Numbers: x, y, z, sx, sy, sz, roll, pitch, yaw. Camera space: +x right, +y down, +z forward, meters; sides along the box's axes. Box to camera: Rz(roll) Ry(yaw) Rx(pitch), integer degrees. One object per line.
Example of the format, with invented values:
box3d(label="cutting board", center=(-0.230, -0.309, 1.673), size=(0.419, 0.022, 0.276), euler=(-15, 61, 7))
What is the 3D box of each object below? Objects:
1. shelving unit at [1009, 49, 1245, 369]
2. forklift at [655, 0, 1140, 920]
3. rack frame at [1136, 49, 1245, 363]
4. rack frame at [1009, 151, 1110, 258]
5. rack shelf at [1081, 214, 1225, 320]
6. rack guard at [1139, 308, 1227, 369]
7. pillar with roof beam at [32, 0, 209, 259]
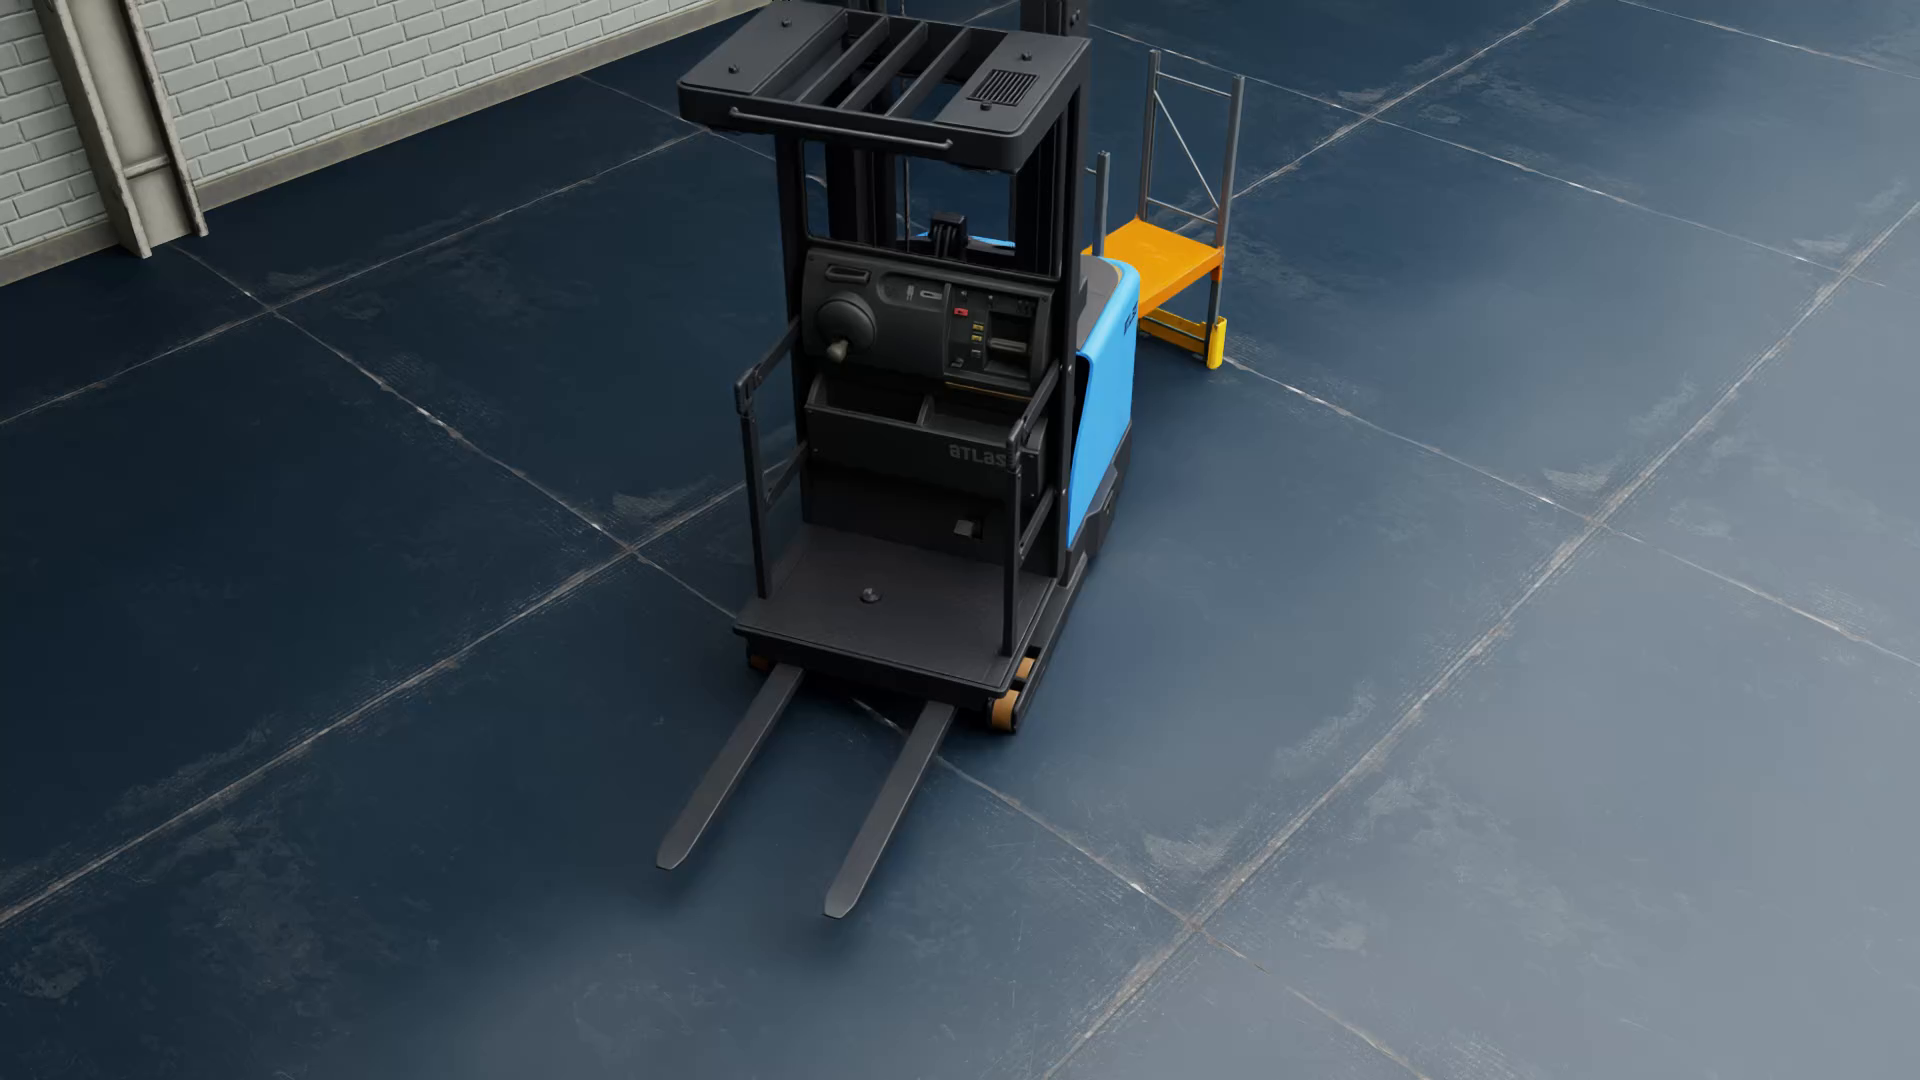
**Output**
box3d(label="shelving unit", center=(0.753, -1.342, 7.733), size=(0.587, 1.500, 1.083), euler=(28, 46, 30))
box3d(label="forklift", center=(-0.196, -0.709, 5.786), size=(1.130, 2.935, 3.031), euler=(12, 40, 15))
box3d(label="rack frame", center=(1.076, -1.579, 8.031), size=(0.500, 1.500, 0.032), euler=(28, 46, 30))
box3d(label="rack frame", center=(0.418, -1.096, 7.424), size=(0.500, 1.500, 0.032), euler=(28, 46, 30))
box3d(label="rack shelf", center=(0.747, -1.197, 7.839), size=(0.538, 0.185, 1.000), euler=(28, 46, 30))
box3d(label="rack guard", center=(1.075, -1.089, 8.419), size=(0.587, 0.250, 0.087), euler=(28, 46, 30))
box3d(label="pillar with roof beam", center=(-1.328, -3.426, 4.328), size=(9.100, 9.000, 0.400), euler=(30, 47, 32))
